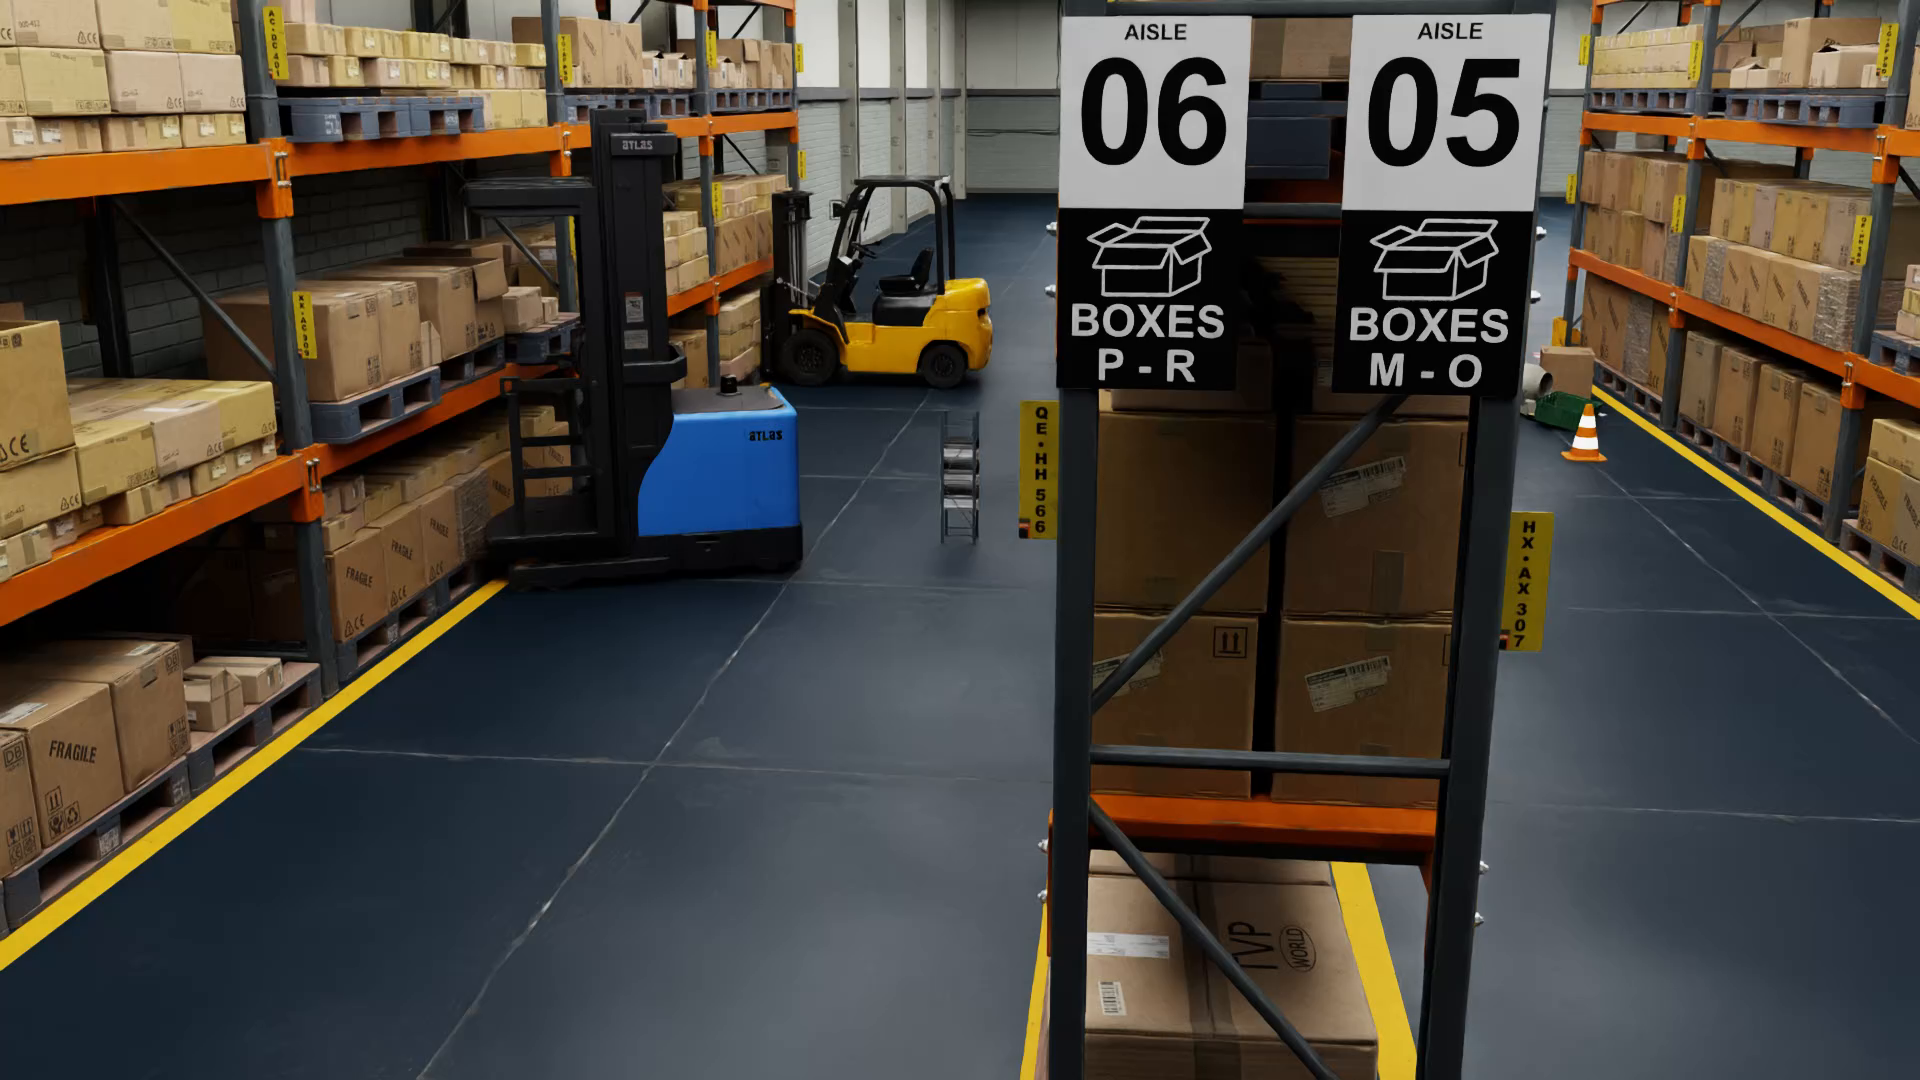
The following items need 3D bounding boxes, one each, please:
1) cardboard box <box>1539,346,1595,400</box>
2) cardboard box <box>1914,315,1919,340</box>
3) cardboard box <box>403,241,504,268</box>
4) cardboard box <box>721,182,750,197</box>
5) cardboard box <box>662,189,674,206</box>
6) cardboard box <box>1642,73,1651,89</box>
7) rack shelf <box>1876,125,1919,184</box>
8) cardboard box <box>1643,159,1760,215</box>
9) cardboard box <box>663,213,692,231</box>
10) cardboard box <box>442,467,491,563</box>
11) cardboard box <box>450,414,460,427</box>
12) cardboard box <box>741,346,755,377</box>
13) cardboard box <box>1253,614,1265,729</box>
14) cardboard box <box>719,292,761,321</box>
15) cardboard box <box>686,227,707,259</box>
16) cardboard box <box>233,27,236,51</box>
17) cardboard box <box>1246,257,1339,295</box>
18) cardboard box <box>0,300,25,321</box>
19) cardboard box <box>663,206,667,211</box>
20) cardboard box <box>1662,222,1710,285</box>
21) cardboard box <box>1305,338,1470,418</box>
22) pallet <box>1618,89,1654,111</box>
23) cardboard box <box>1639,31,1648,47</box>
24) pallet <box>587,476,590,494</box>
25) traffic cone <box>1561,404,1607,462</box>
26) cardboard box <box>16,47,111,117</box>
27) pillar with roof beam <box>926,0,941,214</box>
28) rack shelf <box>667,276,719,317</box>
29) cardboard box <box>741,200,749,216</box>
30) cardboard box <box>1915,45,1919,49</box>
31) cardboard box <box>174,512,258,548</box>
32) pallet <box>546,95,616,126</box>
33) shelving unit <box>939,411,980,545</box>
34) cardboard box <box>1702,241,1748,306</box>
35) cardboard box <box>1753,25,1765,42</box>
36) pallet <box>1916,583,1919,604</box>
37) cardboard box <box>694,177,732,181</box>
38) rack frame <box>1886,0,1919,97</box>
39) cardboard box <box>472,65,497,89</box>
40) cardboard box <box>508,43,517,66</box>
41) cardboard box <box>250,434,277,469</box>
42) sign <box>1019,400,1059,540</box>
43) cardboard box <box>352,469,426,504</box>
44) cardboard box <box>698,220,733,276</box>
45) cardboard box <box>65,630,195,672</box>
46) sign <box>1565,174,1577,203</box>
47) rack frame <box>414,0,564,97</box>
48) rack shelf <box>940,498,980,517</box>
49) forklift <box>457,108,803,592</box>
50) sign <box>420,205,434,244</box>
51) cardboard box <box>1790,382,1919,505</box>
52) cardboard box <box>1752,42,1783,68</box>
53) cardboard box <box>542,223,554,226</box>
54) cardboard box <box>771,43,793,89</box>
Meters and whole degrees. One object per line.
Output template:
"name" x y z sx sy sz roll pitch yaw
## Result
"cardboard box" 6.164 -1.687 16.939 0.500 0.500 0.500 4 16 16
"cardboard box" 6.276 -1.324 10.489 0.380 0.149 0.250 2 15 9
"cardboard box" -3.518 -1.809 11.610 0.500 0.500 0.500 2 15 9
"cardboard box" -2.445 -3.705 17.614 0.380 0.149 0.250 2 15 6
"cardboard box" -3.048 -3.385 16.430 0.380 0.149 0.250 1 15 5
"cardboard box" 6.874 -4.472 16.192 0.380 0.149 0.250 2 15 6
"rack shelf" 6.332 -2.004 8.960 1.077 0.370 4.000 2 15 6
"cardboard box" 7.229 -3.430 16.245 0.875 0.550 0.550 2 15 6
"cardboard box" -2.682 -2.923 15.293 0.380 0.149 0.250 1 15 5
"cardboard box" -3.302 -0.167 10.516 0.500 0.500 0.500 1 15 4
"cardboard box" -3.730 -0.802 11.624 0.380 0.149 0.250 2 15 8
"cardboard box" -2.428 -1.848 17.212 0.500 0.250 0.500 1 15 5
"cardboard box" 1.094 0.237 4.849 0.500 0.500 0.500 1 15 5
"cardboard box" -2.374 -2.461 17.563 0.500 0.250 0.500 2 15 8
"cardboard box" -2.655 -2.759 15.447 0.500 0.250 0.500 1 15 5
"cardboard box" -3.831 -2.520 8.402 0.380 0.149 0.250 2 15 7
"cardboard box" 1.279 -0.998 6.255 0.380 0.149 0.250 2 15 6
"cardboard box" -4.188 -0.705 6.802 0.500 0.500 0.500 1 15 5
"cardboard box" -3.072 -3.177 16.230 0.380 0.149 0.250 2 15 6
"cardboard box" 7.039 -2.628 15.348 0.875 0.550 0.550 2 15 6
"cardboard box" 1.040 -0.395 4.027 0.380 0.149 0.250 2 15 7
"pallet" 7.252 -4.392 16.583 1.003 0.211 1.213 2 15 6
"cardboard box" 6.904 -4.921 16.324 0.380 0.149 0.250 2 15 7
"pallet" -3.173 -0.553 13.304 1.003 0.211 1.213 2 15 6
"traffic cone" 5.357 -0.932 14.222 0.336 0.463 0.334 2 15 6
"cardboard box" -3.679 -1.769 6.428 0.500 0.250 0.500 2 15 7
"pillar with roof beam" 3.610 -12.602 41.027 9.100 9.000 0.400 2 15 6
"rack shelf" -3.079 -1.859 14.167 1.077 0.370 4.000 2 15 6
"cardboard box" -2.394 -3.426 17.153 0.380 0.149 0.250 2 15 6
"cardboard box" 6.972 -3.523 12.371 0.500 0.311 0.500 1 15 5
"cardboard box" -4.001 -0.063 8.890 0.380 0.149 0.250 1 15 4
"pallet" -3.317 -3.223 12.449 1.213 0.211 1.003 2 15 9
"shelving unit" -0.001 -0.432 11.537 0.258 0.900 0.210 2 15 6
"cardboard box" 6.626 -2.249 14.040 0.500 0.500 0.500 2 15 7
"cardboard box" 7.415 -4.573 15.039 0.380 0.149 0.250 2 15 6
"pallet" 6.328 0.442 9.623 1.003 0.211 1.213 2 15 6
"cardboard box" -2.774 -3.987 18.655 0.380 0.149 0.250 2 15 7
"rack frame" 6.558 -4.318 10.393 1.000 3.000 0.127 2 15 6
"cardboard box" -3.194 -2.956 10.626 0.380 0.149 0.250 2 15 6
"cardboard box" -3.184 -3.236 11.089 0.380 0.149 0.250 1 15 4
"cardboard box" -3.541 -0.438 8.018 0.380 0.149 0.250 2 15 7
"sign" 0.187 -0.160 3.835 0.100 0.325 0.005 2 15 6
"cardboard box" -3.396 -0.320 9.842 0.380 0.149 0.250 2 15 6
"cardboard box" -2.544 -2.880 16.376 0.500 0.500 0.500 1 15 5
"cardboard box" -4.065 0.610 8.007 0.500 0.311 0.500 2 15 8
"sign" 6.910 -3.971 18.792 0.100 0.325 0.005 2 15 6
"rack frame" -3.305 -4.583 11.372 1.000 3.000 0.127 2 15 6
"rack shelf" -0.001 -0.226 11.592 0.258 0.077 0.200 2 15 6
"forklift" -2.608 -1.239 10.630 3.031 2.935 1.130 -4 16 -14
"sign" -3.856 -2.262 12.061 0.100 0.325 0.005 2 15 6
"cardboard box" 6.716 -0.694 11.989 1.050 0.750 0.750 1 15 5
"cardboard box" 7.342 -4.349 14.972 0.500 0.250 0.500 2 15 7
"cardboard box" -3.324 -2.607 14.123 0.380 0.149 0.250 2 15 7
"cardboard box" -2.210 -5.387 18.905 0.500 0.500 0.500 2 15 8
